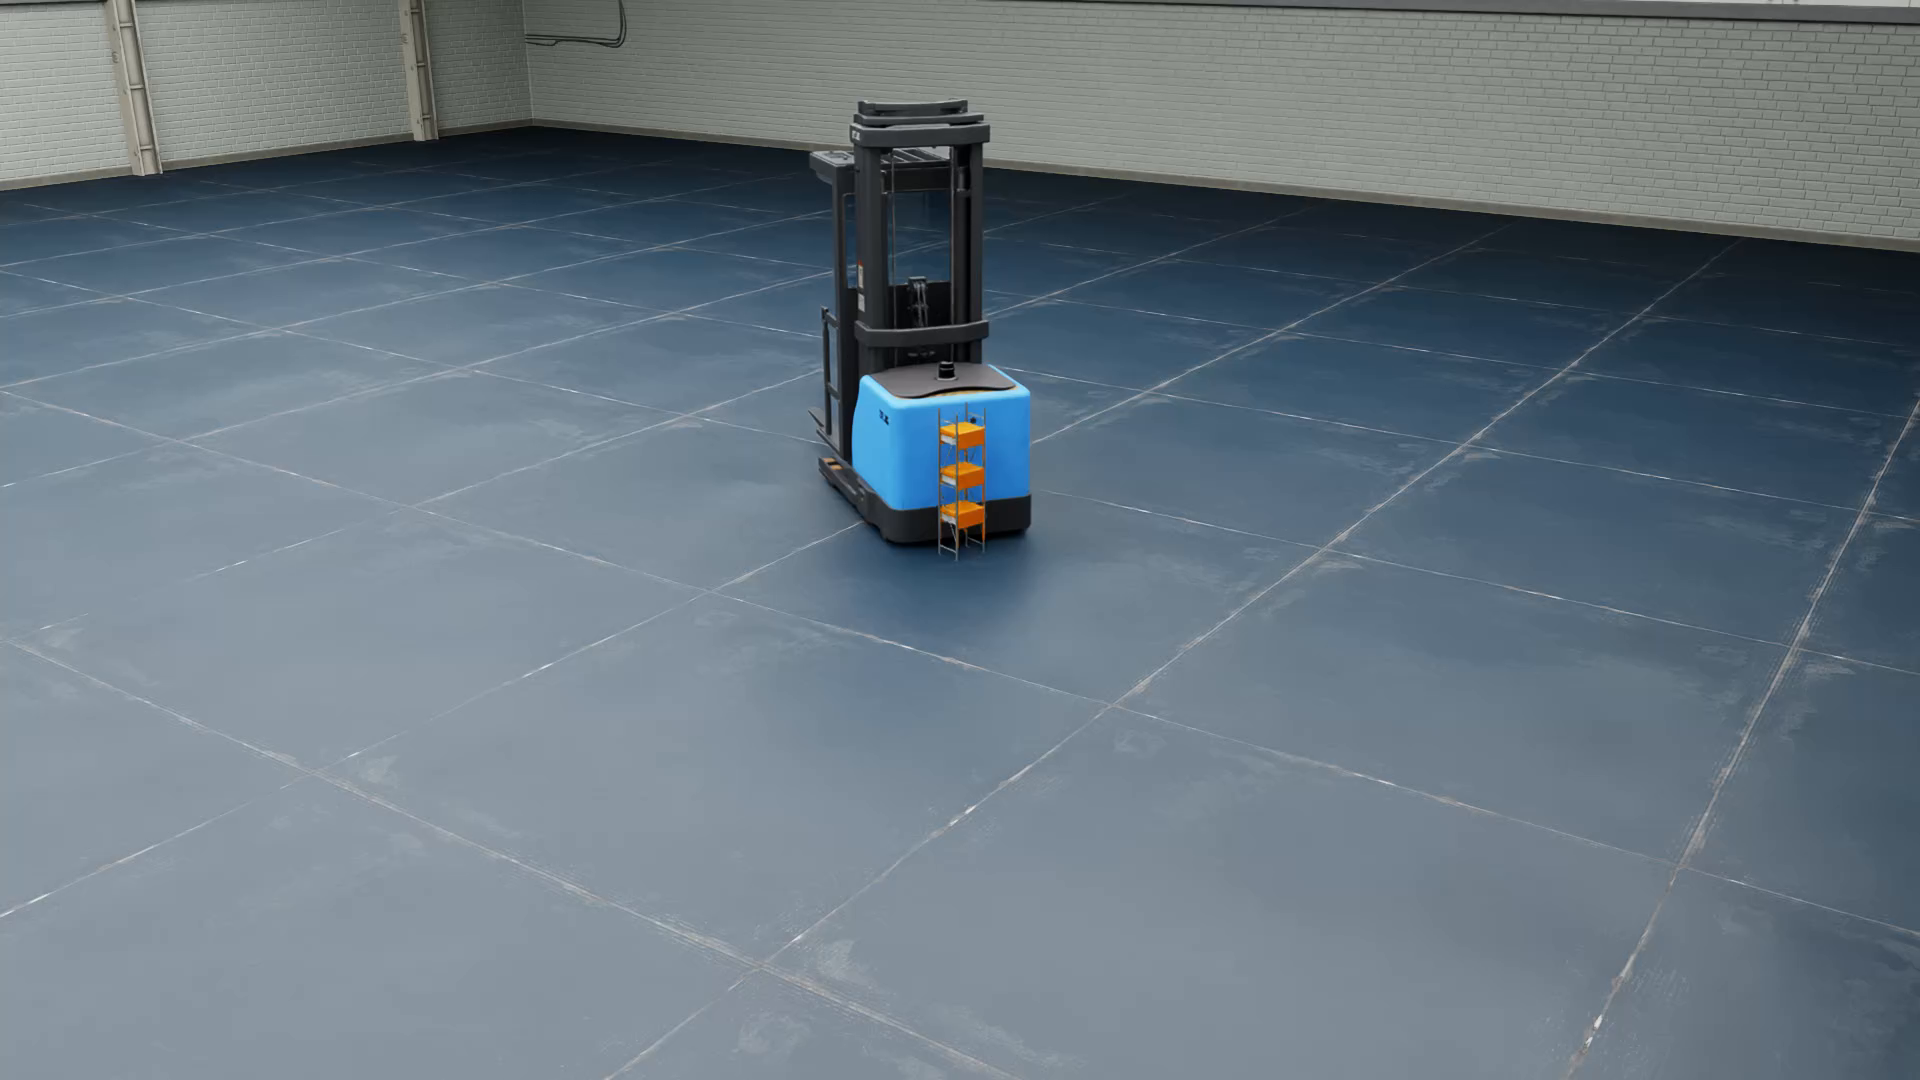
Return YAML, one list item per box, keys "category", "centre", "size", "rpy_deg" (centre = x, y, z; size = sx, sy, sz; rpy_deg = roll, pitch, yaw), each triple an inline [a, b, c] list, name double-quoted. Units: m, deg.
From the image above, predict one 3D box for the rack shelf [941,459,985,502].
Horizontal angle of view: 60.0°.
- category: "rack shelf"
  centre: [0.012, -0.382, 11.315]
  size: [0.240, 0.259, 0.215]
  rpy_deg: [-16, 26, -37]

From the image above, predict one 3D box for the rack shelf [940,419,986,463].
- category: "rack shelf"
  centre: [0.012, -0.648, 11.216]
  size: [0.240, 0.259, 0.215]
  rpy_deg: [-16, 26, -37]

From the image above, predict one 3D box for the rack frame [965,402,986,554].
- category: "rack frame"
  centre: [0.105, -0.419, 11.385]
  size: [0.008, 1.050, 0.200]
  rpy_deg: [-16, 26, -37]

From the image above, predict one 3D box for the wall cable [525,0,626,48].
- category: "wall cable"
  centre: [-8.082, -11.475, 34.292]
  size: [3.097, 2.526, 0.112]
  rpy_deg: [13, 24, 32]

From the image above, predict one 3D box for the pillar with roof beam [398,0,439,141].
- category: "pillar with roof beam"
  centre: [-7.271, -11.505, 29.896]
  size: [9.100, 9.000, 0.400]
  rpy_deg: [13, 24, 32]

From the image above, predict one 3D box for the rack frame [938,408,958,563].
- category: "rack frame"
  centre: [-0.081, -0.365, 11.237]
  size: [0.008, 1.050, 0.200]
  rpy_deg: [-16, 26, -37]

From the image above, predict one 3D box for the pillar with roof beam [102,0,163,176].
- category: "pillar with roof beam"
  centre: [-10.644, -9.783, 25.242]
  size: [9.100, 9.000, 0.400]
  rpy_deg: [13, 24, 32]

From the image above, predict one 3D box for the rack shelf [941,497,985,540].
- category: "rack shelf"
  centre: [0.012, -0.121, 11.411]
  size: [0.240, 0.259, 0.215]
  rpy_deg: [-16, 26, -37]

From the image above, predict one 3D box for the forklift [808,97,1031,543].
- category: "forklift"
  centre: [-0.467, -1.832, 12.492]
  size: [1.130, 2.935, 3.031]
  rpy_deg: [-7, 21, -18]

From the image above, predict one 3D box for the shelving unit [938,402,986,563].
- category: "shelving unit"
  centre: [0.012, -0.392, 11.311]
  size: [0.252, 1.050, 0.215]
  rpy_deg: [-16, 26, -37]
